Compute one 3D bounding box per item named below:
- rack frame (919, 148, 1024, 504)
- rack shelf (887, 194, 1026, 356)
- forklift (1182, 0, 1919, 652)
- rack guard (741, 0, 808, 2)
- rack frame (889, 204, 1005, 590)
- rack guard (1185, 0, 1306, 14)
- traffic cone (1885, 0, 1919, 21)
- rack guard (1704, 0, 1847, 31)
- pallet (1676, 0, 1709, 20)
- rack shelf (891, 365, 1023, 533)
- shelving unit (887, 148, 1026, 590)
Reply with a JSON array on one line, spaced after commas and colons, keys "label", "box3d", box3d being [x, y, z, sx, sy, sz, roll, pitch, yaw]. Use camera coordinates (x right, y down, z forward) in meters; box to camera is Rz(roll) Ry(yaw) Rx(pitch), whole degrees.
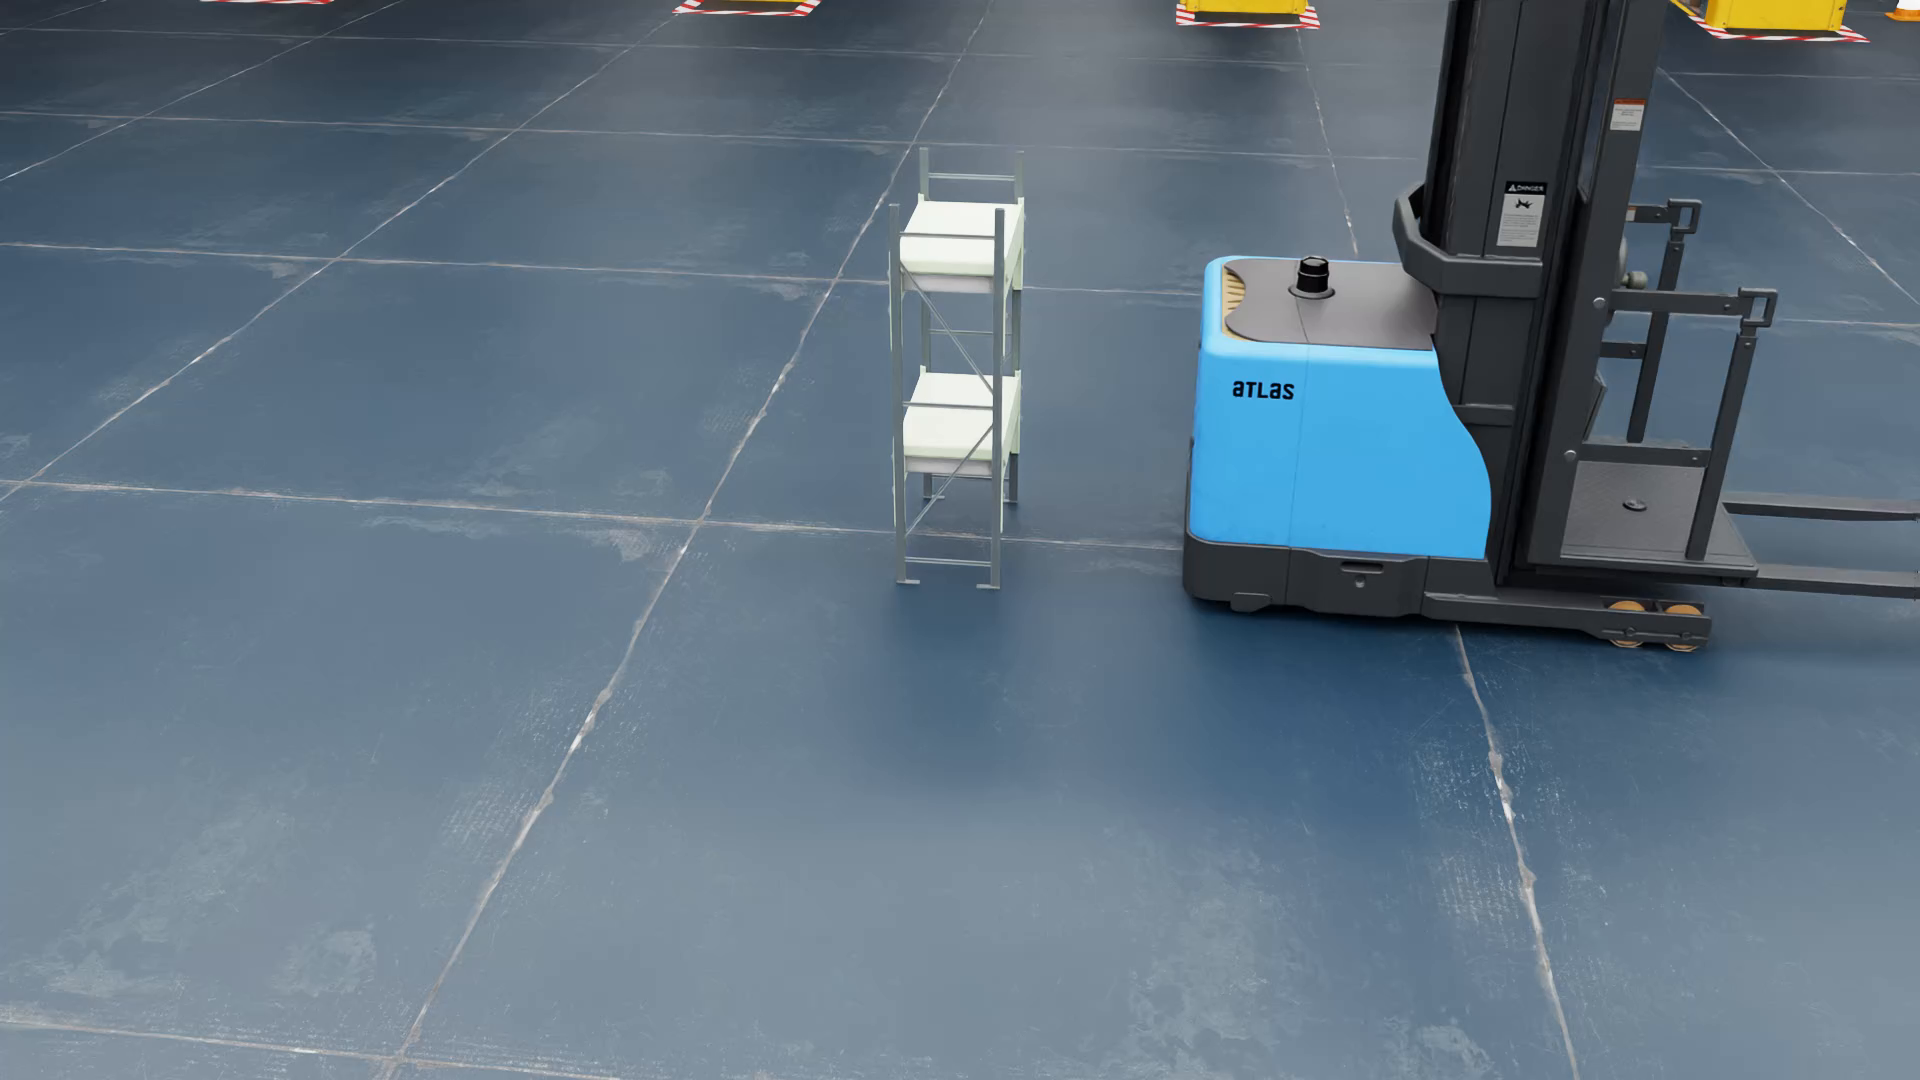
[{"label": "rack frame", "box3d": [0.044, -0.829, 6.708, 0.400, 1.500, 0.023, 3, 28, 6]}, {"label": "rack shelf", "box3d": [-0.001, -1.001, 6.203, 0.431, 0.370, 0.720, 3, 28, 6]}, {"label": "forklift", "box3d": [2.398, -1.157, 5.808, 3.031, 2.935, 1.130, 4, 29, 7]}, {"label": "rack guard", "box3d": [-2.126, -5.796, 16.981, 1.175, 0.500, 0.348, 3, 28, 6]}, {"label": "rack frame", "box3d": [-0.046, -0.485, 6.069, 0.400, 1.500, 0.023, 3, 28, 6]}, {"label": "rack guard", "box3d": [2.836, -5.505, 16.442, 1.175, 0.500, 0.348, 3, 28, 6]}, {"label": "traffic cone", "box3d": [9.211, -5.285, 16.071, 0.336, 0.463, 0.334, 3, 28, 6]}, {"label": "rack guard", "box3d": [7.734, -5.122, 15.731, 1.175, 0.500, 0.348, 3, 28, 6]}, {"label": "pallet", "box3d": [7.757, -5.387, 16.527, 1.003, 0.211, 1.213, 3, 28, 6]}, {"label": "rack shelf", "box3d": [-0.001, -0.370, 6.543, 0.431, 0.370, 0.720, 3, 28, 6]}, {"label": "shelving unit", "box3d": [-0.001, -0.657, 6.388, 0.431, 1.500, 0.755, 3, 28, 6]}]
